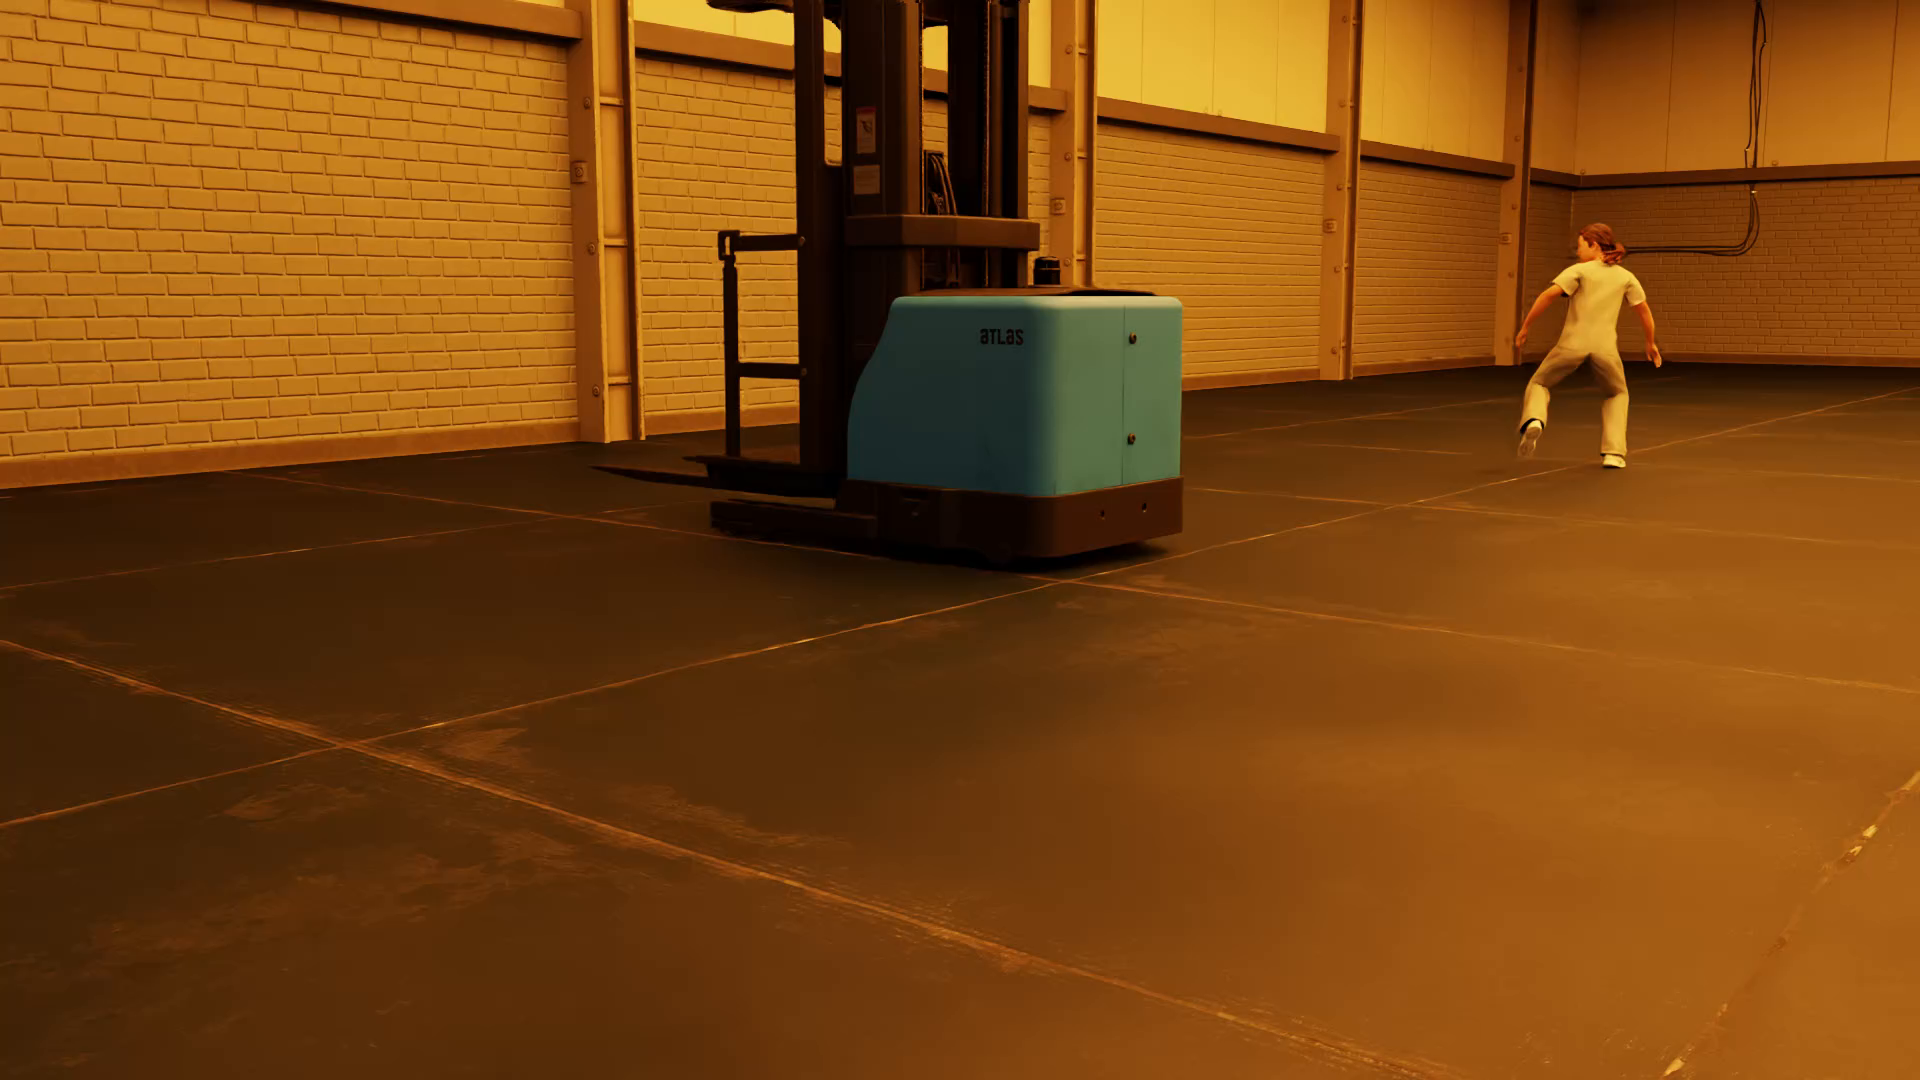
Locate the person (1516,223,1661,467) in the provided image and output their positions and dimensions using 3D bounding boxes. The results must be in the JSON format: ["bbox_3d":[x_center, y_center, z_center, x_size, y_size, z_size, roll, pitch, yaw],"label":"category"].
[{"bbox_3d":[3.974,-1.216,10.503,0.921,1.552,0.500,1,8,9],"label":"person"}]

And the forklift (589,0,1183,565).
[{"bbox_3d":[-0.501,-1.501,7.541,3.031,2.935,1.130,7,11,39],"label":"forklift"}]
